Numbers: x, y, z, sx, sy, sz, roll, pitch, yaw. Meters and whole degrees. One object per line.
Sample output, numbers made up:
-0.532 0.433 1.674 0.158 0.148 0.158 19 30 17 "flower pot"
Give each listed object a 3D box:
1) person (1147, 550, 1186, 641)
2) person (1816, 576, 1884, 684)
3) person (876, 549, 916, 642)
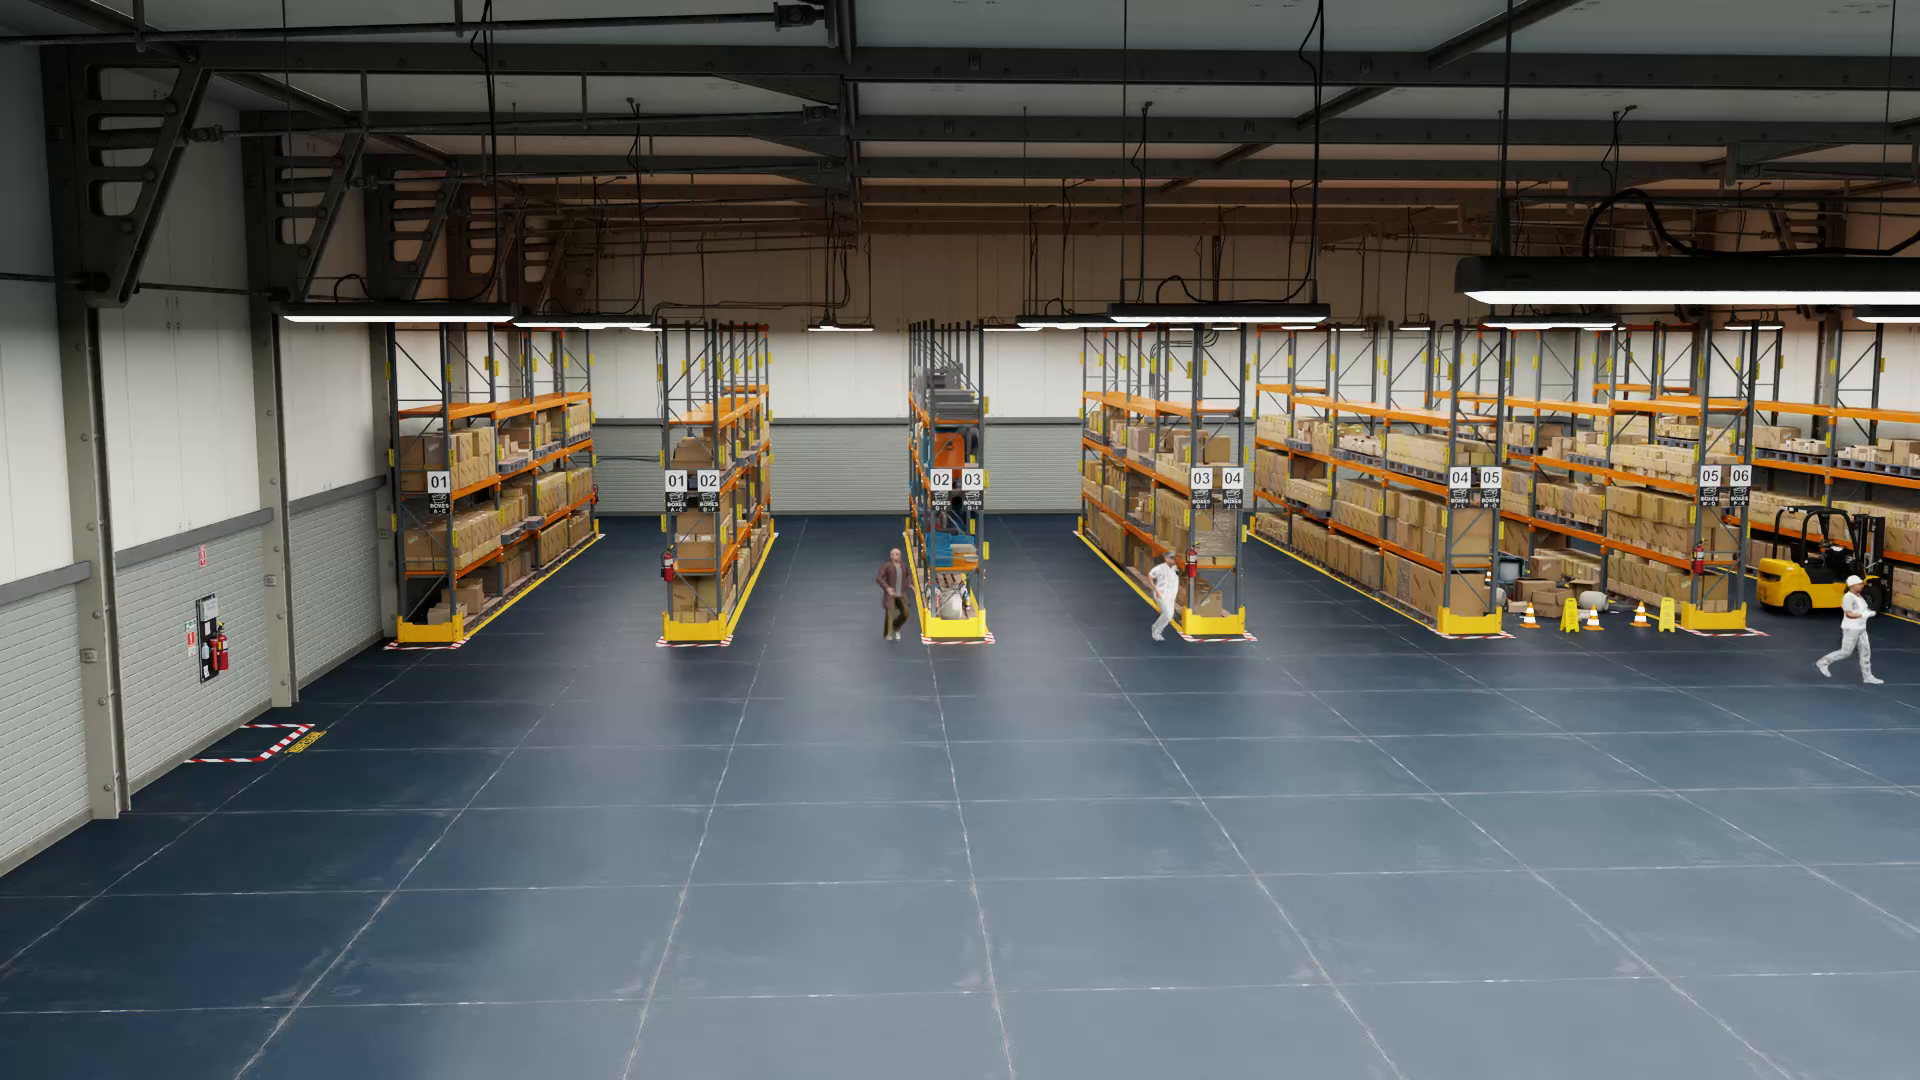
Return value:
3.876 1.036 31.058 0.652 1.716 0.664 -6 9 -38 "person"
14.653 1.457 27.282 0.690 1.759 1.004 -7 10 -43 "person"
-1.188 1.036 31.010 0.777 1.744 0.538 -3 8 -26 "person"
